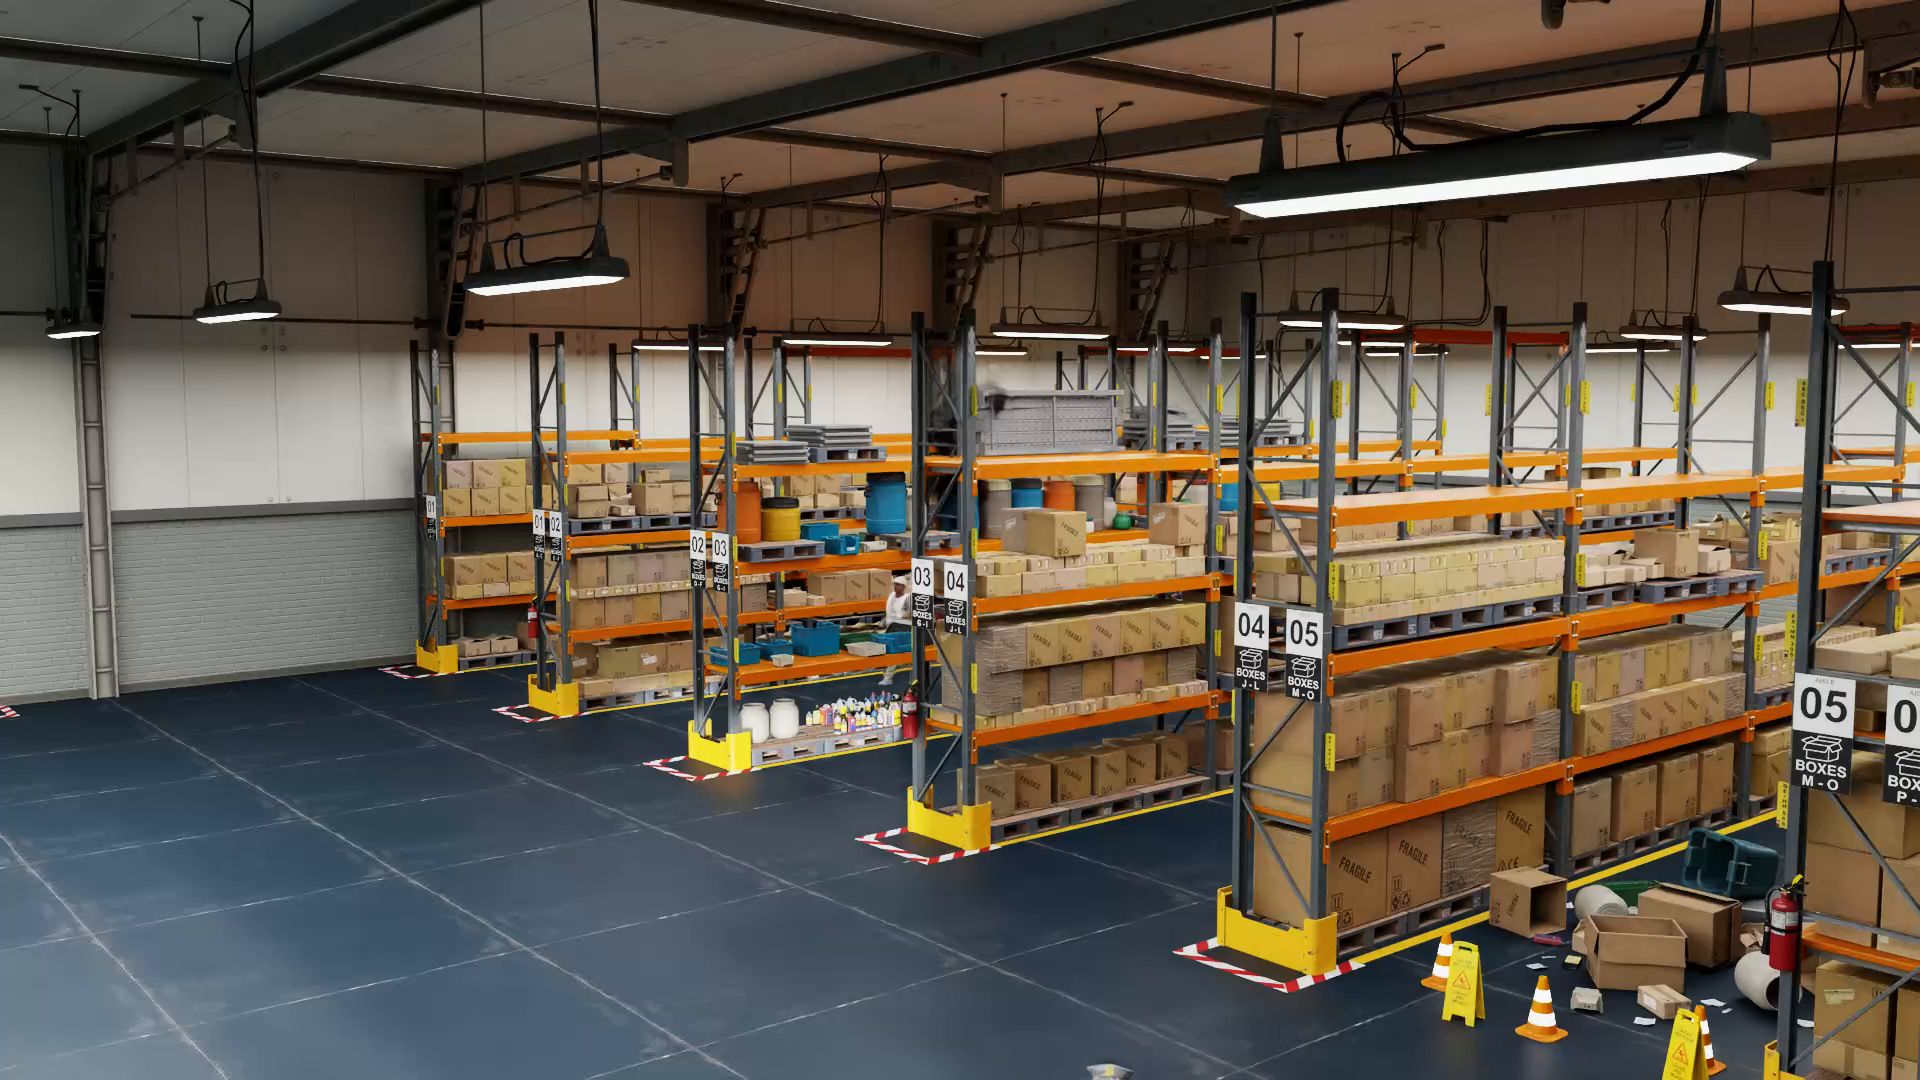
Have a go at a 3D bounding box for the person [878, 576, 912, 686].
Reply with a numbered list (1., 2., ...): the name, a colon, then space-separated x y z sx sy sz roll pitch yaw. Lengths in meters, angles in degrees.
1. person: -1.009 1.486 27.095 0.696 1.794 0.878 4 7 40

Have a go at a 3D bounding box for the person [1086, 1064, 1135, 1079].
1. person: 0.799 3.507 8.630 0.296 1.740 0.588 1 5 8
